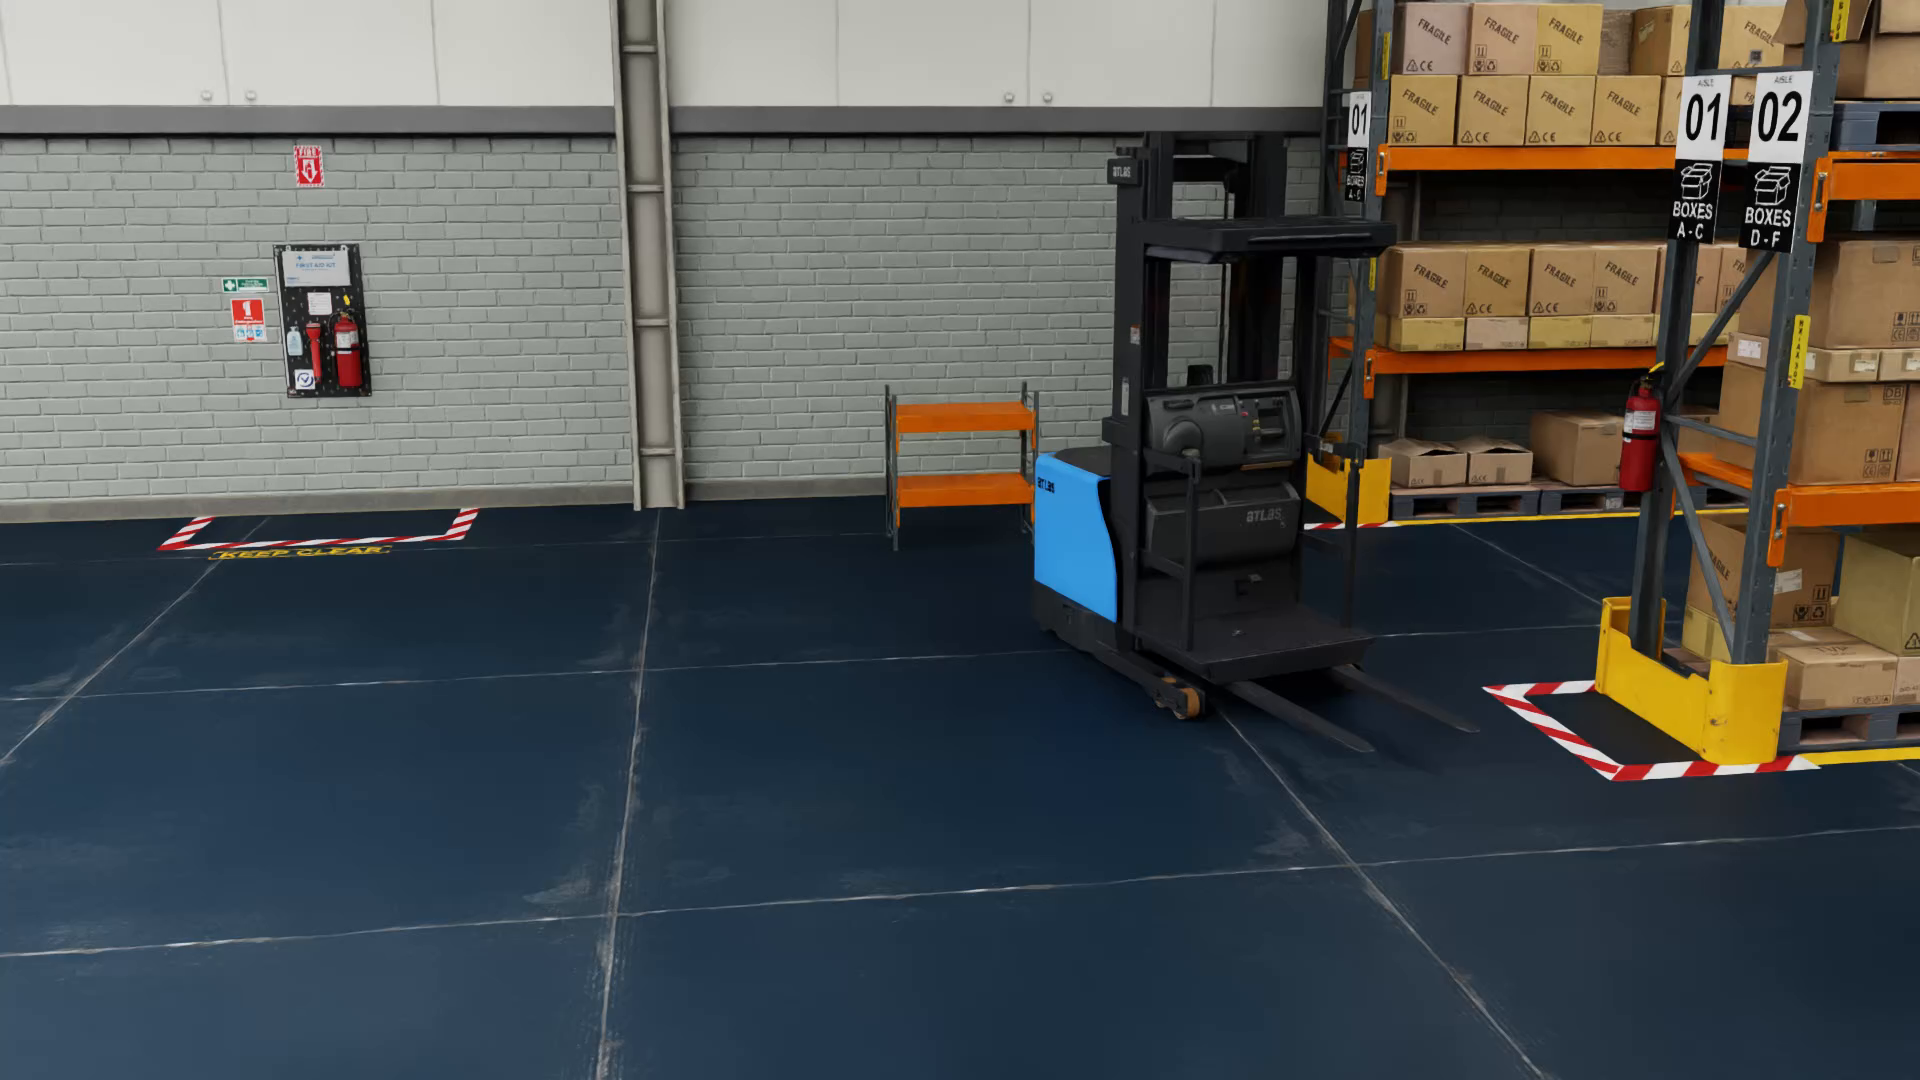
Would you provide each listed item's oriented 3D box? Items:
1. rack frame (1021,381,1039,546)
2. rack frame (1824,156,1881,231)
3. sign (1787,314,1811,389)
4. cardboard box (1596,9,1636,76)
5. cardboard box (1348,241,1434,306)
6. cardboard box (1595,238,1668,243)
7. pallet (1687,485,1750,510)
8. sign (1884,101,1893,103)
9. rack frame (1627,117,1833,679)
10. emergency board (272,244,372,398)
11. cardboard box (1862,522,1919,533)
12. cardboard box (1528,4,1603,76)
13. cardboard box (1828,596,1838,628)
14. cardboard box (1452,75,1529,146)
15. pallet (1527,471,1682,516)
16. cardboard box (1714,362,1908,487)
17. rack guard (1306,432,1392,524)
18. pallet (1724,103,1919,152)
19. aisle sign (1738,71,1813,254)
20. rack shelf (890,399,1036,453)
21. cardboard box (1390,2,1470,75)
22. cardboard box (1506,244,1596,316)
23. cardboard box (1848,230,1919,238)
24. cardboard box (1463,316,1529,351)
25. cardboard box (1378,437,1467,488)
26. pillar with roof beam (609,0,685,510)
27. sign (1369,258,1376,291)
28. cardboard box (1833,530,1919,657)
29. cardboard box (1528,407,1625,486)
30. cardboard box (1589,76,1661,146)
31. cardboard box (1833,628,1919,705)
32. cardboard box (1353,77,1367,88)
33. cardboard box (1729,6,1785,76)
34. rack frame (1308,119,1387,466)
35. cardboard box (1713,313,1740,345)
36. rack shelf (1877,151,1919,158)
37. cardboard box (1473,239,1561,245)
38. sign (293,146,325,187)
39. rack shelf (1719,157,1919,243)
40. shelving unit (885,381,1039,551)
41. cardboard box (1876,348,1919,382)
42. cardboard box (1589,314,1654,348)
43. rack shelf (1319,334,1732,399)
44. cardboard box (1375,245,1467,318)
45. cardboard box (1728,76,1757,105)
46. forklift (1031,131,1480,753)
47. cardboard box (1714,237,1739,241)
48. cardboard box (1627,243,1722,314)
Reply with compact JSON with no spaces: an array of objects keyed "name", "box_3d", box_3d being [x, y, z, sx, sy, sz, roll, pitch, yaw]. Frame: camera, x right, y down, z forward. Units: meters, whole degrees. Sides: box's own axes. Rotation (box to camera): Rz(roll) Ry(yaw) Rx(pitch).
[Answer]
[{"name":"rack frame","box_3d":[0.509,-0.564,12.159,0.032,1.125,0.500,-2,14,-8]},{"name":"rack frame","box_3d":[6.921,-1.861,13.478,0.127,3.000,1.000,-2,14,-8]},{"name":"sign","box_3d":[3.784,-0.850,7.501,0.005,0.325,0.100,-2,14,-8]},{"name":"cardboard box","box_3d":[4.880,-3.844,12.916,0.500,0.500,0.500,-2,14,-8]},{"name":"cardboard box","box_3d":[3.400,-2.085,13.096,0.500,0.500,0.500,-2,14,-9]},{"name":"cardboard box","box_3d":[5.419,-2.161,13.397,0.500,0.500,0.500,-2,14,-7]},{"name":"pallet","box_3d":[6.262,-0.476,13.686,1.213,0.211,1.003,-2,14,-8]},{"name":"sign","box_3d":[7.009,-3.437,12.531,0.005,0.325,0.100,-2,14,-8]},{"name":"rack frame","box_3d":[3.707,-0.525,8.149,0.127,3.000,1.000,-2,14,-8]},{"name":"emergency board","box_3d":[-4.854,-1.652,12.643,0.643,1.169,0.194,-2,14,-8]},{"name":"cardboard box","box_3d":[5.180,0.110,8.863,0.500,0.500,0.500,-2,14,-8]},{"name":"cardboard box","box_3d":[4.391,-3.697,12.330,0.500,0.500,0.500,-2,14,-7]},{"name":"cardboard box","box_3d":[4.686,0.493,8.877,0.500,0.250,0.500,-2,14,-8]},{"name":"cardboard box","box_3d":[3.870,-3.192,12.372,0.500,0.500,0.500,-1,14,-5]},{"name":"pallet","box_3d":[5.053,-0.431,13.506,1.213,0.211,1.003,-2,14,-8]},{"name":"cardboard box","box_3d":[4.171,-0.587,8.192,0.500,0.500,0.700,-2,14,-8]},{"name":"rack guard","box_3d":[3.041,-0.507,13.215,0.348,0.500,1.175,-2,14,-8]},{"name":"pallet","box_3d":[4.410,-1.956,7.872,1.213,0.211,1.003,-2,14,-8]},{"name":"aisle sign","box_3d":[3.688,-1.710,7.529,0.004,0.787,0.394,-2,14,-8]},{"name":"rack shelf","box_3d":[0.007,-0.830,12.015,1.000,0.278,0.538,-2,14,-8]},{"name":"cardboard box","box_3d":[3.383,-3.670,12.221,0.500,0.500,0.500,-3,14,-12]},{"name":"cardboard box","box_3d":[4.484,-1.995,12.735,0.500,0.500,0.500,-3,14,-10]},{"name":"cardboard box","box_3d":[4.742,-1.239,8.123,0.500,0.500,0.700,-2,14,-10]},{"name":"cardboard box","box_3d":[4.007,-1.617,12.770,0.500,0.250,0.500,-3,14,-10]},{"name":"cardboard box","box_3d":[3.663,-0.629,13.187,0.500,0.311,0.500,-4,15,-15]},{"name":"pillar with roof beam","box_3d":[-1.763,-3.607,8.105,0.400,9.000,9.100,-2,14,-8]},{"name":"sign","box_3d":[3.046,-2.006,12.274,0.005,0.325,0.100,-2,14,-8]},{"name":"cardboard box","box_3d":[4.765,0.257,8.279,0.500,0.500,0.500,-2,14,-8]},{"name":"cardboard box","box_3d":[4.960,-0.756,13.304,0.500,0.500,0.700,-3,14,-12]},{"name":"cardboard box","box_3d":[4.909,-3.237,12.549,0.500,0.500,0.500,-1,14,-5]},{"name":"cardboard box","box_3d":[4.764,0.620,8.372,0.500,0.250,0.500,-2,14,-8]},{"name":"cardboard box","box_3d":[3.340,-3.306,12.823,0.500,0.500,0.500,-1,14,-4]},{"name":"cardboard box","box_3d":[5.922,-3.754,12.554,0.500,0.500,0.500,-1,14,-5]},{"name":"rack frame","box_3d":[2.965,-1.716,12.900,0.127,3.000,1.000,-2,14,-8]},{"name":"cardboard box","box_3d":[6.004,-1.692,13.070,0.500,0.250,0.500,-2,14,-8]},{"name":"rack shelf","box_3d":[8.899,-3.040,13.489,4.000,0.370,1.077,-2,14,-8]},{"name":"cardboard box","box_3d":[4.410,-2.121,13.238,0.500,0.500,0.500,-2,14,-10]},{"name":"sign","box_3d":[-4.876,-2.800,12.455,0.199,0.298,0.001,-2,14,-8]},{"name":"rack shelf","box_3d":[5.685,-1.703,8.161,4.000,0.370,1.077,-2,14,-8]},{"name":"shelving unit","box_3d":[0.007,-0.546,12.086,1.048,1.125,0.538,-2,14,-8]},{"name":"cardboard box","box_3d":[4.388,-0.861,7.949,0.250,0.149,0.380,-2,14,-10]},{"name":"cardboard box","box_3d":[5.011,-1.652,12.909,0.500,0.250,0.500,-2,14,-8]},{"name":"rack shelf","box_3d":[4.943,-1.440,13.276,4.000,0.370,1.077,-2,14,-8]},{"name":"cardboard box","box_3d":[3.482,-1.962,12.605,0.500,0.500,0.500,-2,14,-8]},{"name":"cardboard box","box_3d":[5.956,-3.282,12.727,0.500,0.500,0.500,-3,14,-13]},{"name":"forklift","box_3d":[1.500,-0.617,8.658,1.130,2.935,3.031,-6,15,-24]},{"name":"cardboard box","box_3d":[6.425,-2.195,13.535,0.500,0.500,0.500,-2,14,-10]},{"name":"cardboard box","box_3d":[5.507,-2.035,12.897,0.500,0.500,0.500,-3,14,-10]}]
